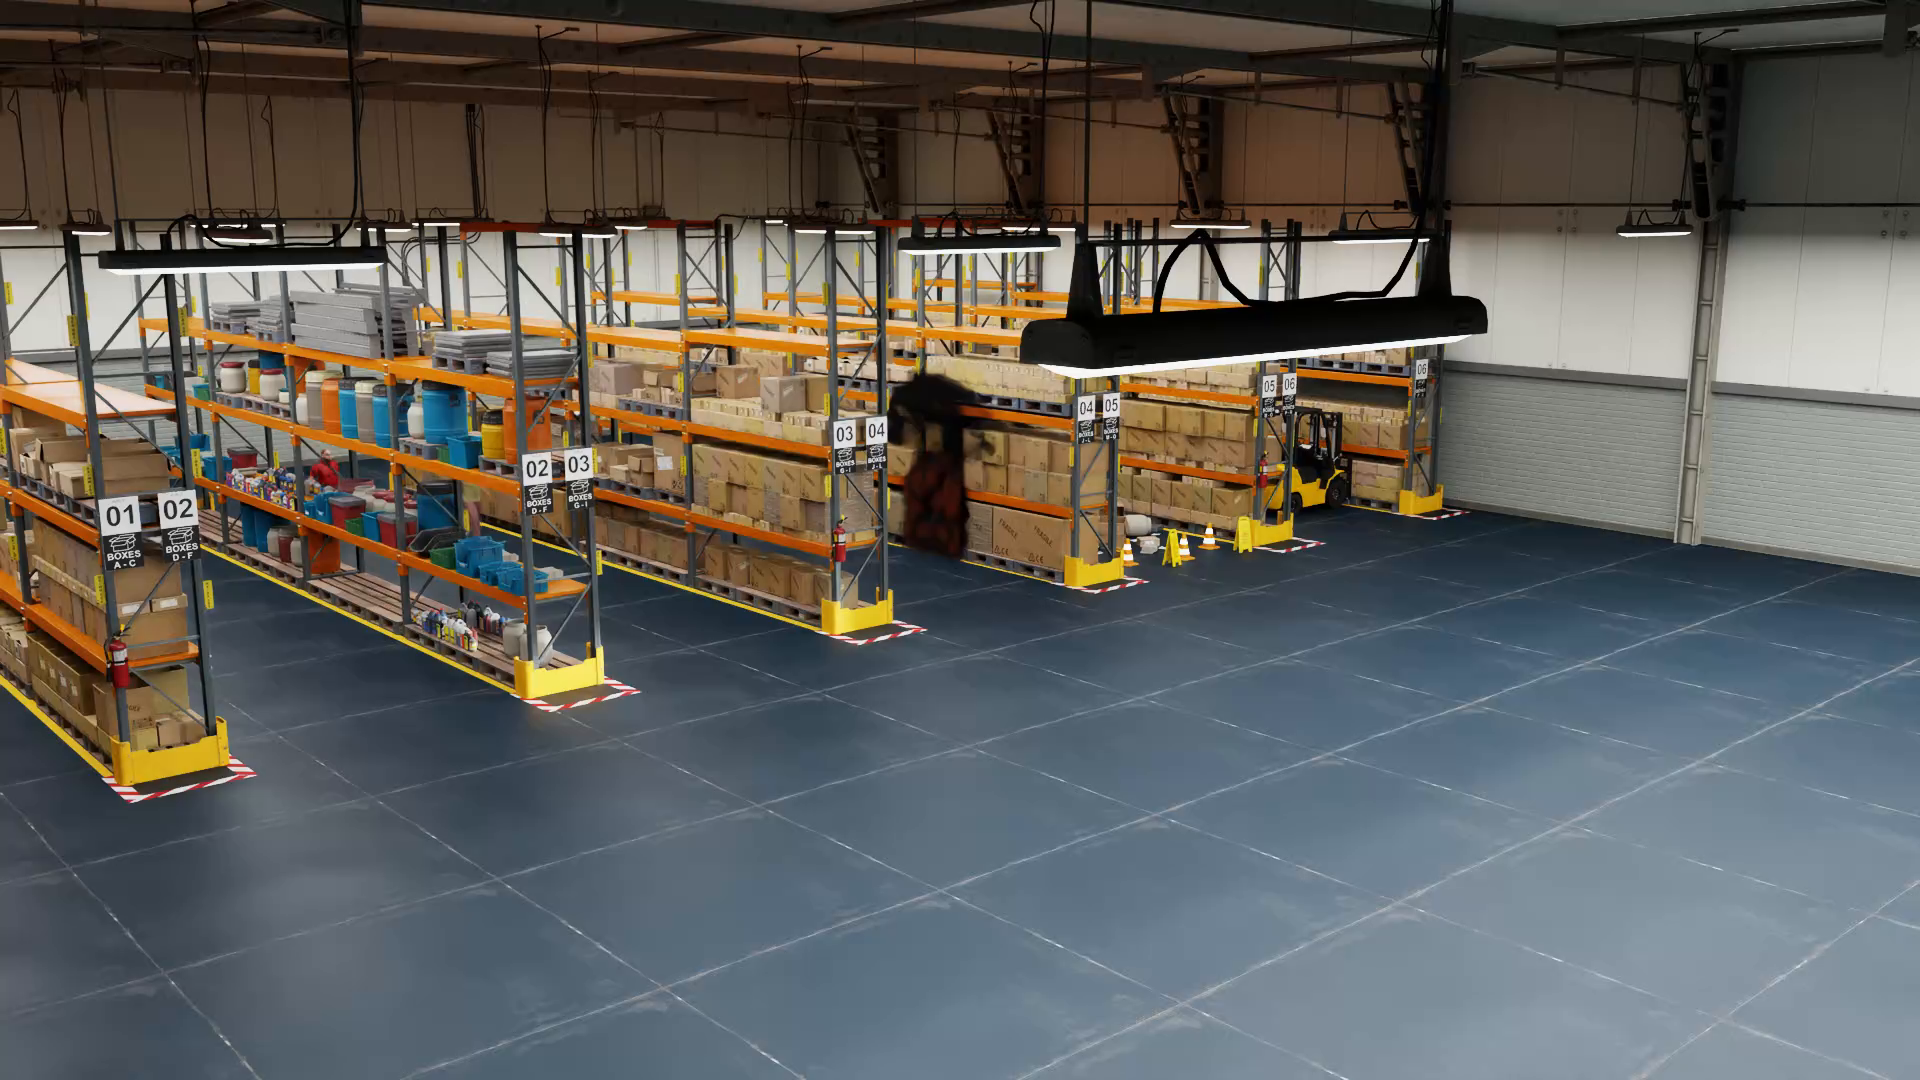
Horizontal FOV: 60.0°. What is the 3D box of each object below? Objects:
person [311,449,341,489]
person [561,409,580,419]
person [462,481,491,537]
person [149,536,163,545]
[{"bbox_3d":[-12.194,-0.916,32.159,0.600,1.684,0.669,9,15,38],"label":"person"},{"bbox_3d":[-9.380,-2.546,40.146,0.696,1.754,0.659,6,13,28],"label":"person"},{"bbox_3d":[-9.220,-0.724,31.368,0.804,1.643,0.564,11,16,43],"label":"person"},{"bbox_3d":[-12.385,0.394,25.780,0.558,1.636,0.552,9,15,39],"label":"person"}]
